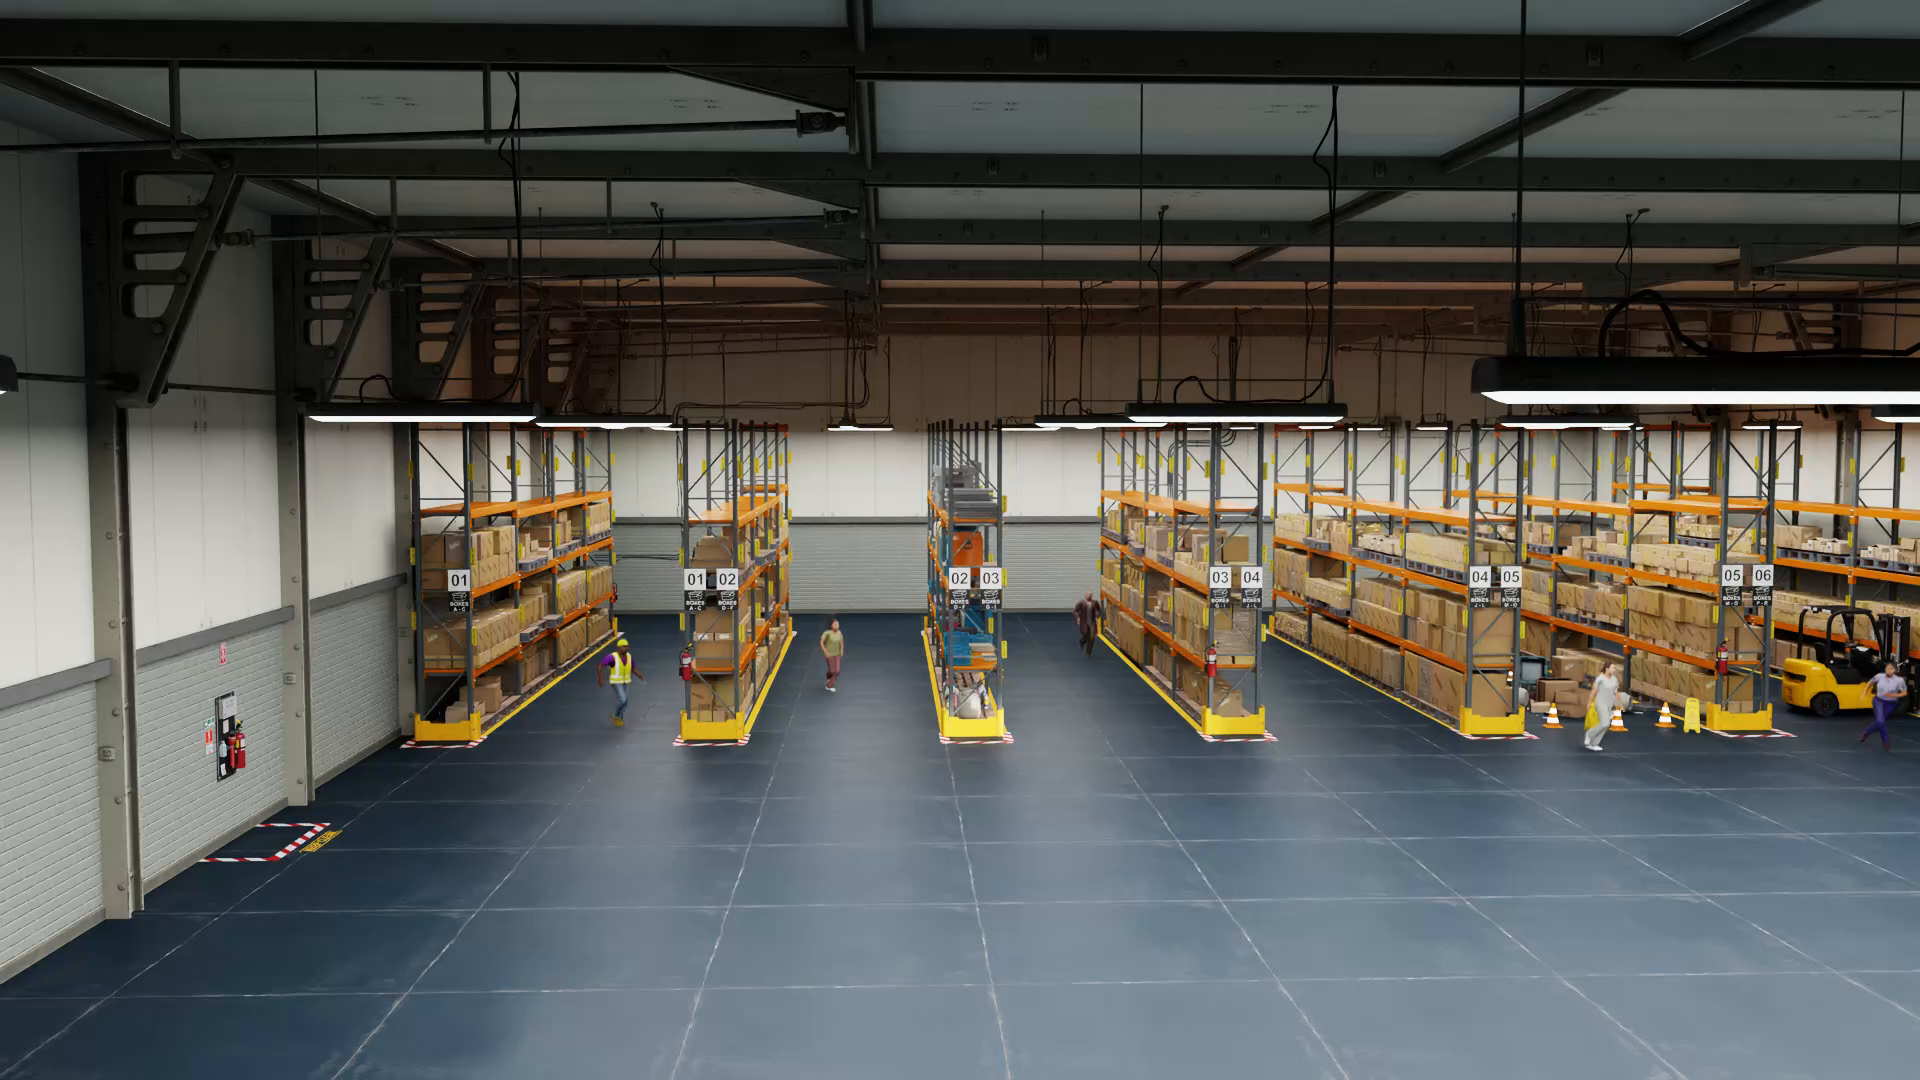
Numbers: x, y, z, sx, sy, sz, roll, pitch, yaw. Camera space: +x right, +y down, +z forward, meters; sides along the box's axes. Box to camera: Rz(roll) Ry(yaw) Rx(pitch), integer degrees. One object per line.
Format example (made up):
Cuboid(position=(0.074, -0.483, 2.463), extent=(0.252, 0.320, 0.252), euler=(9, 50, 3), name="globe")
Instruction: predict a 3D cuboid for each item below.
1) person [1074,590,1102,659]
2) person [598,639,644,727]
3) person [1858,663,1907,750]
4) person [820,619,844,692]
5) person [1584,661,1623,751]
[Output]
Cuboid(position=(3.275, 2.146, 42.640), extent=(0.726, 1.734, 0.721), euler=(-1, 4, -11), name="person")
Cuboid(position=(-6.592, 2.782, 32.322), extent=(0.727, 1.706, 0.784), euler=(-4, 5, -44), name="person")
Cuboid(position=(16.850, 3.007, 30.382), extent=(0.702, 1.593, 0.650), euler=(1, 4, 18), name="person")
Cuboid(position=(-2.857, 2.555, 37.049), extent=(0.580, 1.609, 0.546), euler=(-2, 4, -26), name="person")
Cuboid(position=(11.586, 2.986, 29.963), extent=(0.567, 1.642, 0.547), euler=(-2, 4, -26), name="person")
